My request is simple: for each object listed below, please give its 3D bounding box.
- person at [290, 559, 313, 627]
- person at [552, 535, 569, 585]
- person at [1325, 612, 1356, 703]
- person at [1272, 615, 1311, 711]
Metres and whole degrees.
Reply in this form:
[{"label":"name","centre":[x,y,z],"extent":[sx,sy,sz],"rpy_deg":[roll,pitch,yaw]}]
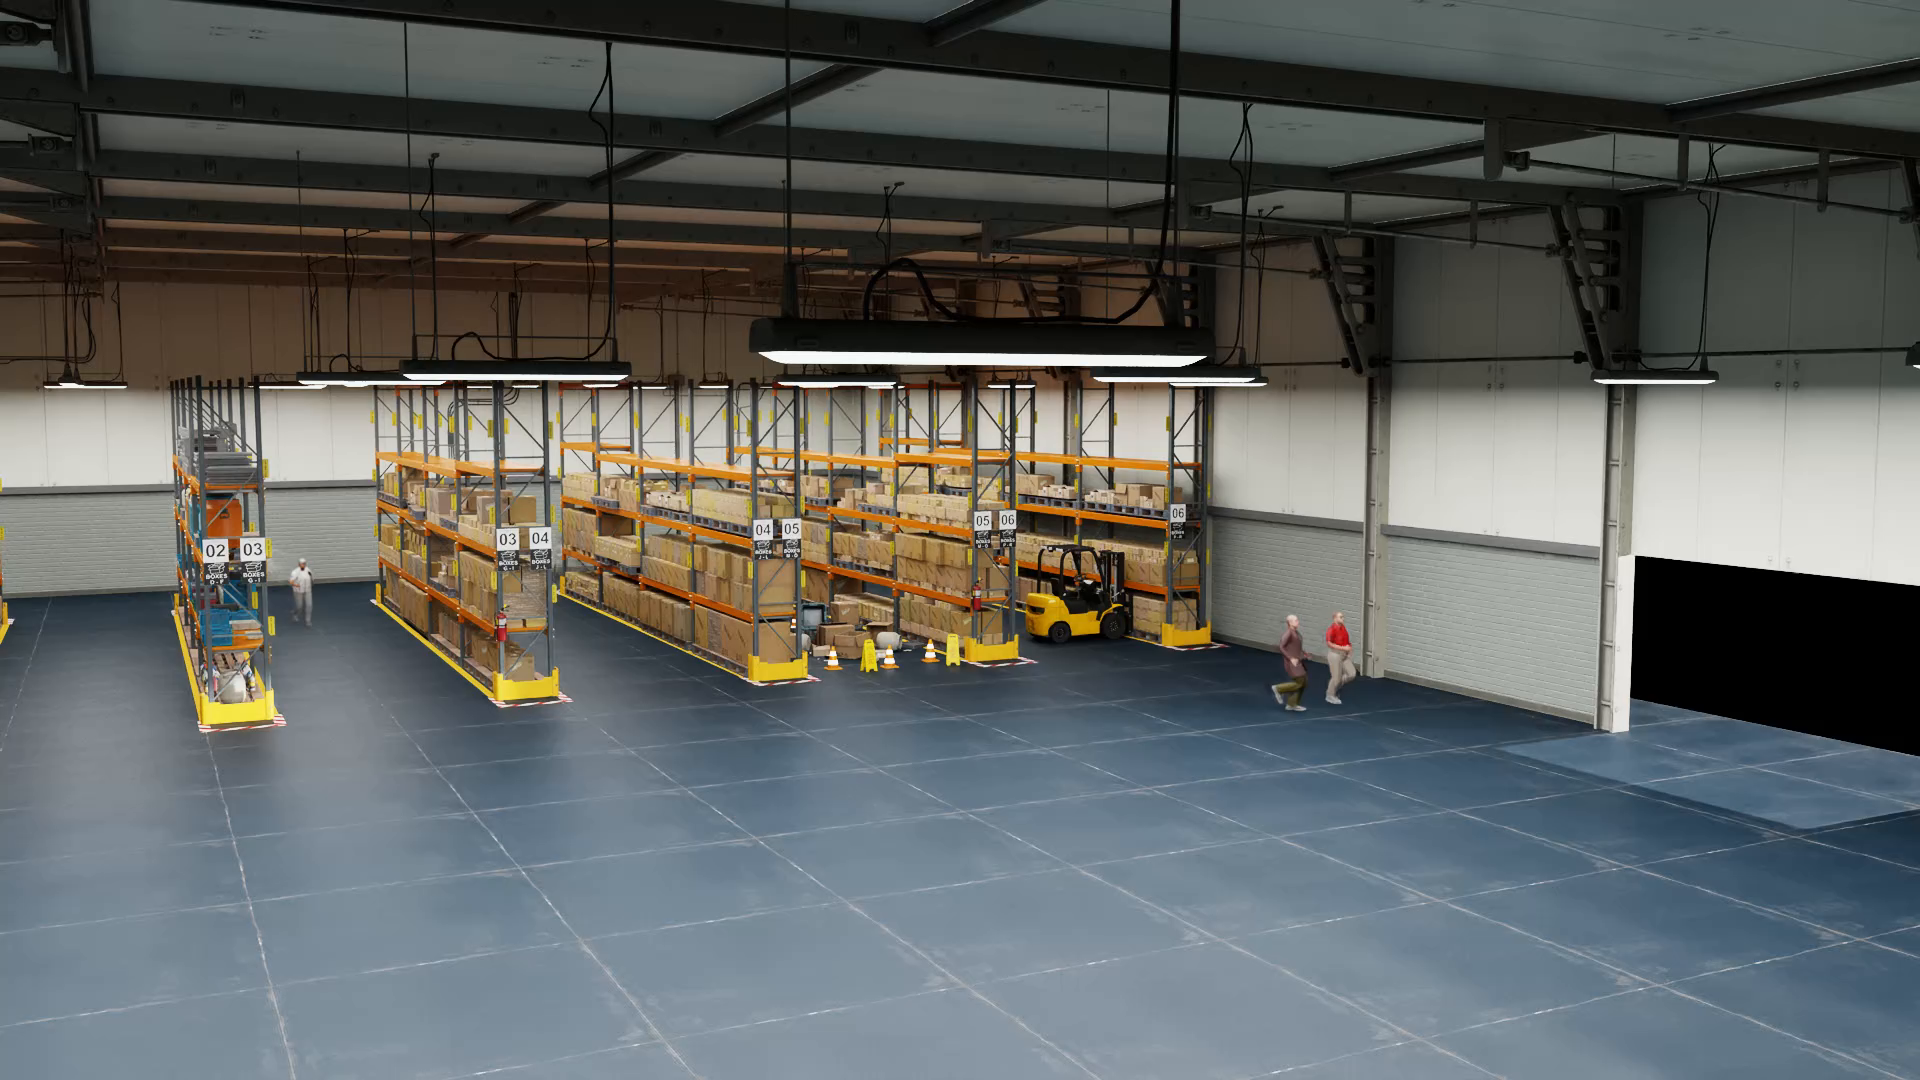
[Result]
[{"label":"person","centre":[-16.194,1.279,40.891],"extent":[0.567,1.656,0.867],"rpy_deg":[-4,7,-40]},{"label":"person","centre":[-11.768,0.628,48.604],"extent":[0.727,1.549,0.655],"rpy_deg":[-1,5,-13]},{"label":"person","centre":[7.008,2.161,30.561],"extent":[0.652,1.687,0.602],"rpy_deg":[-4,7,-41]},{"label":"person","centre":[5.955,2.207,29.862],"extent":[0.640,1.727,0.707],"rpy_deg":[3,6,27]}]
